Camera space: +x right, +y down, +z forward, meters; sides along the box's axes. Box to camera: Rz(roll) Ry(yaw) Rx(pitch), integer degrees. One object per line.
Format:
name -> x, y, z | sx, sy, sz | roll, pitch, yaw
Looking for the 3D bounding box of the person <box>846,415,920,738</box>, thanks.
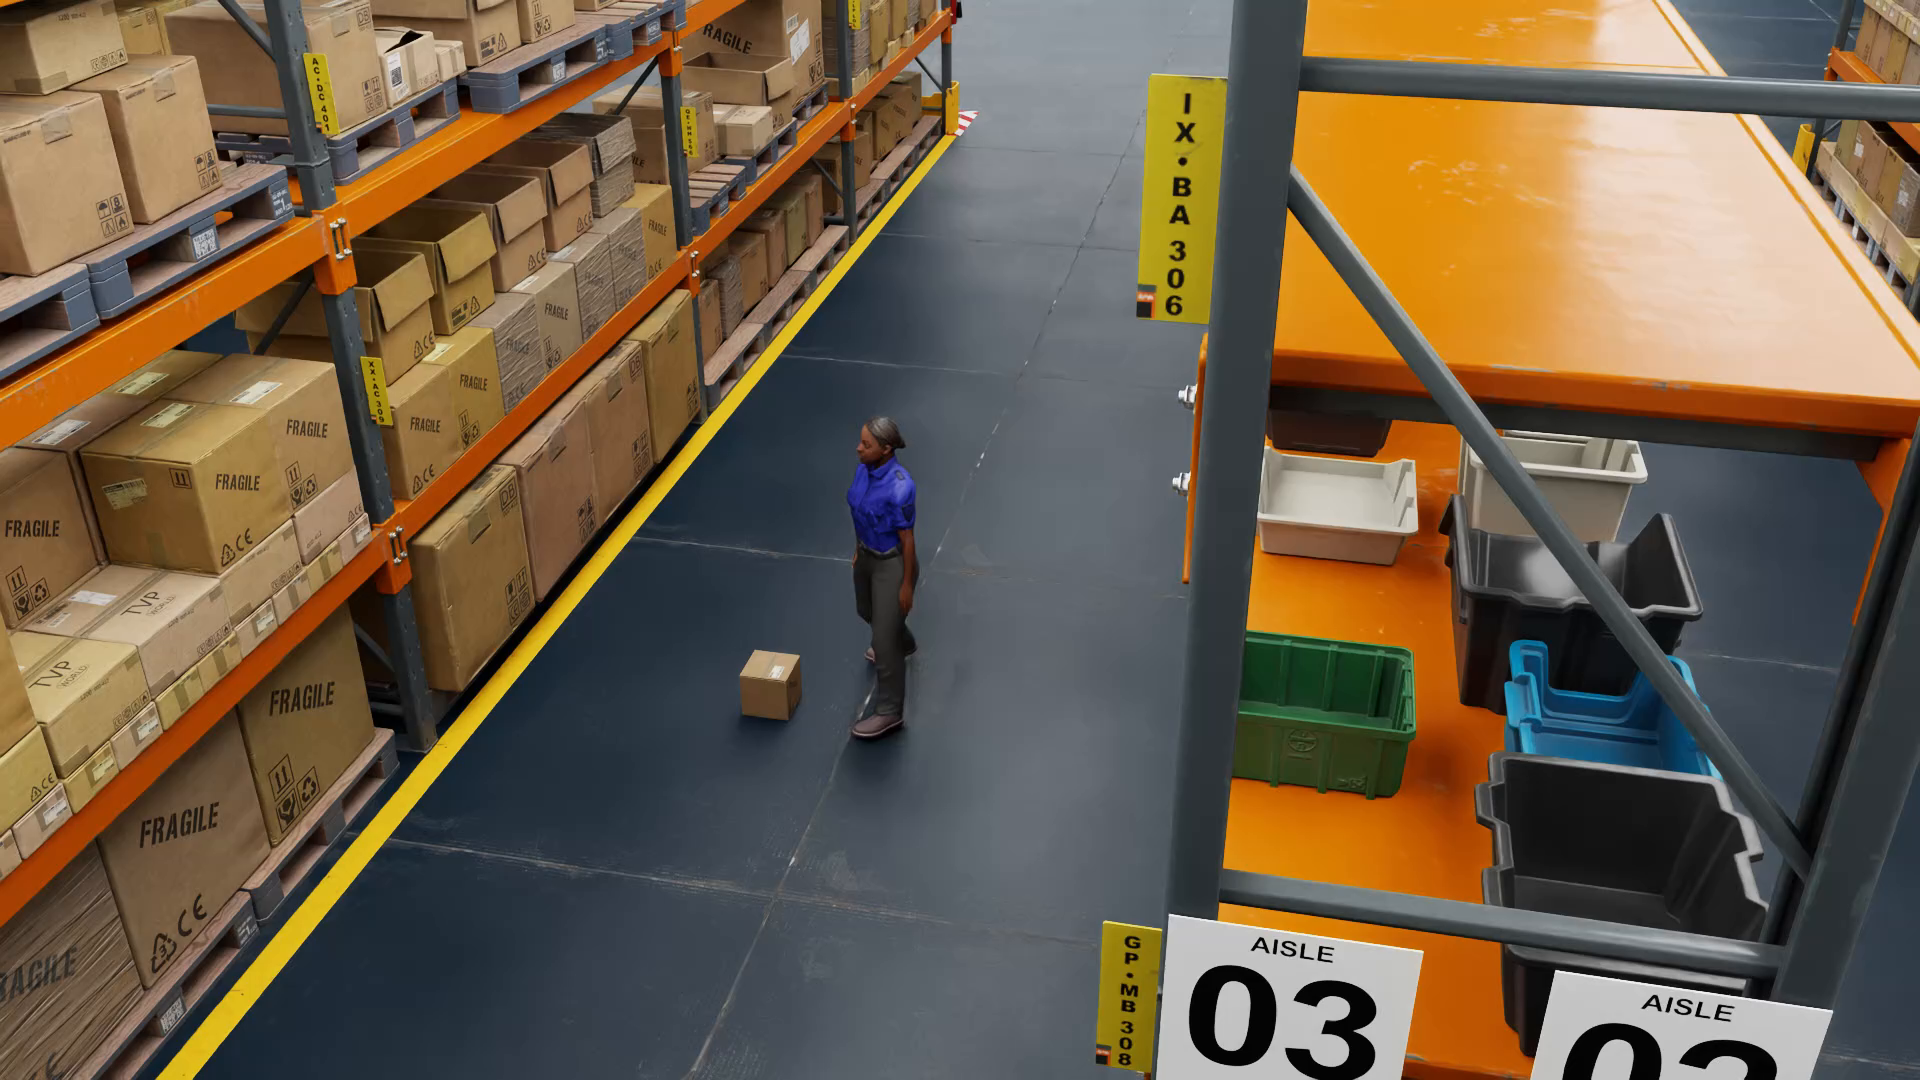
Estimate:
person -> -0.405, 0.100, 8.416 | 0.681, 1.636, 0.639 | -18, 34, -30
